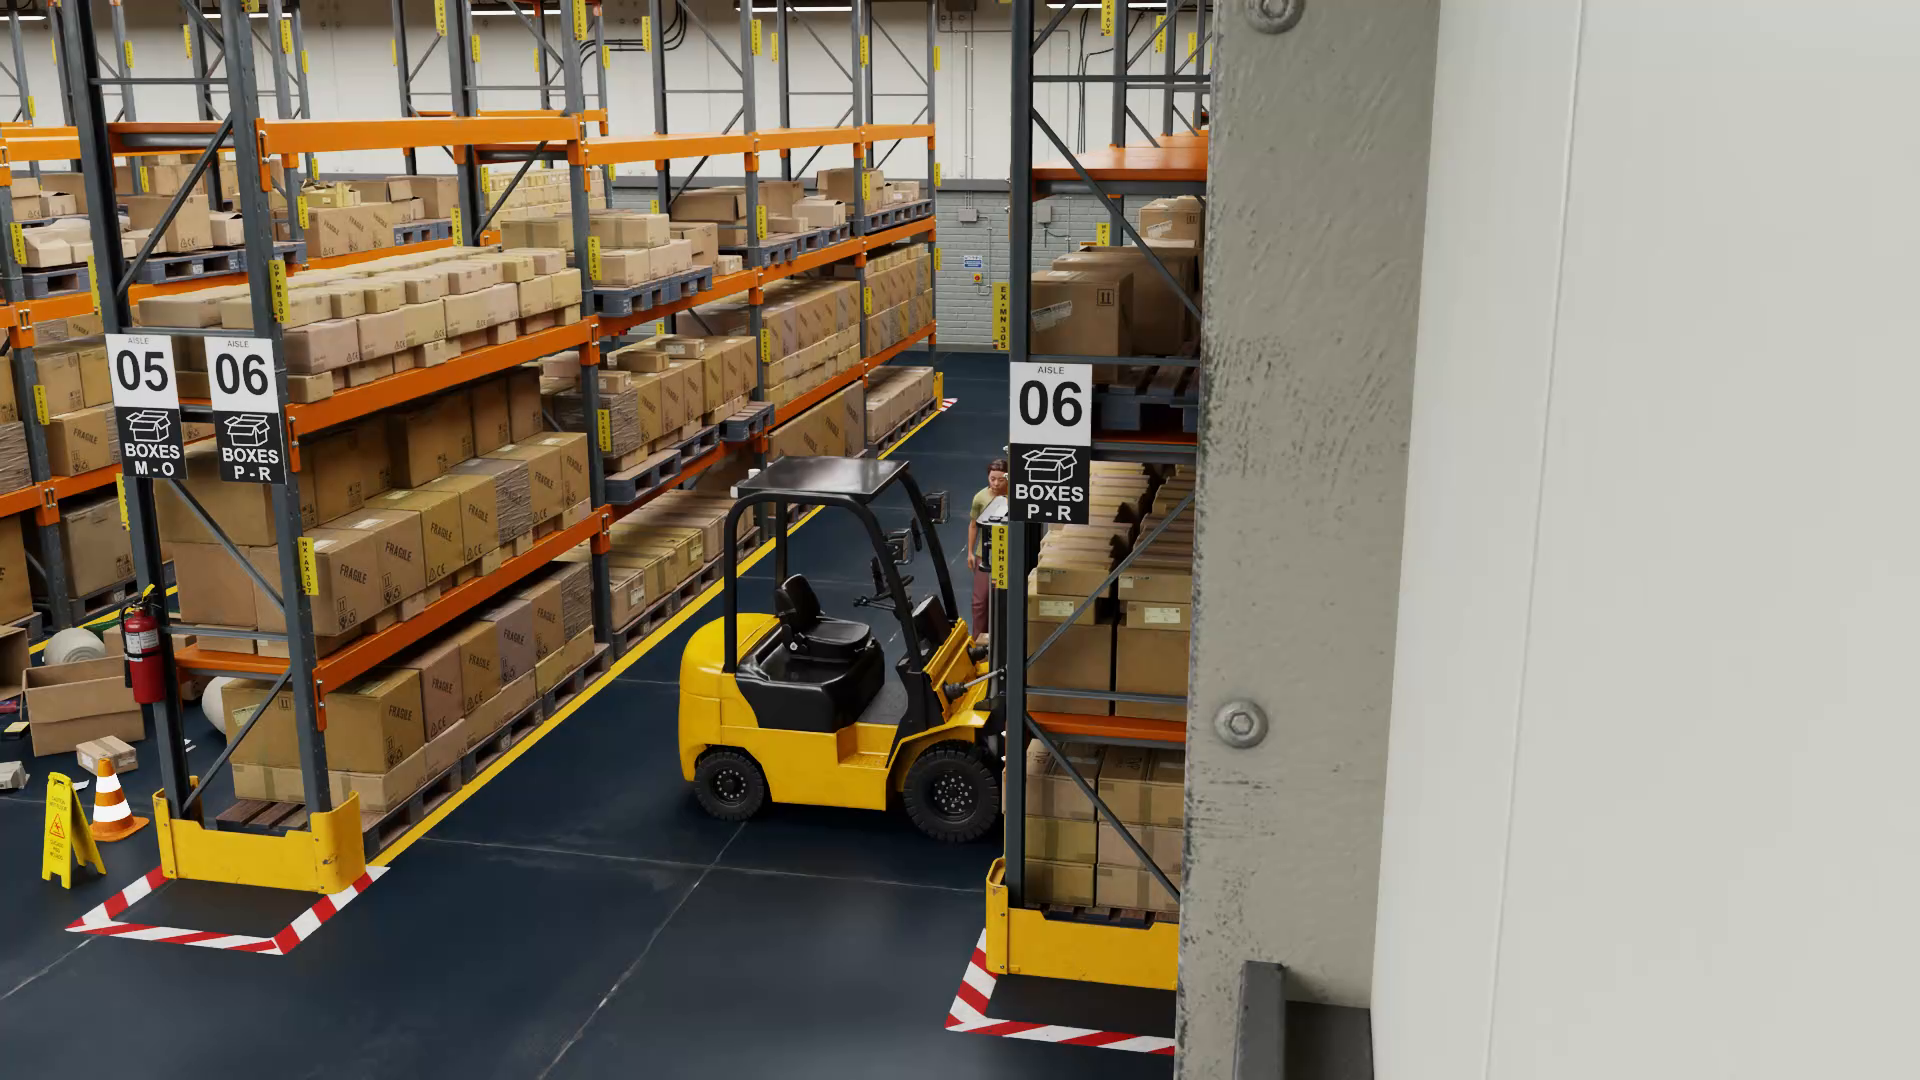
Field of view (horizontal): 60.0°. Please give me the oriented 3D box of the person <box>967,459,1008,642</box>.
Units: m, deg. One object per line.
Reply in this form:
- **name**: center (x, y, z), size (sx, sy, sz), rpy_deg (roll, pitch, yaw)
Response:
- **person**: center (0.302, 0.159, 13.411), size (0.499, 1.673, 0.357), rpy_deg (3, 15, 12)
